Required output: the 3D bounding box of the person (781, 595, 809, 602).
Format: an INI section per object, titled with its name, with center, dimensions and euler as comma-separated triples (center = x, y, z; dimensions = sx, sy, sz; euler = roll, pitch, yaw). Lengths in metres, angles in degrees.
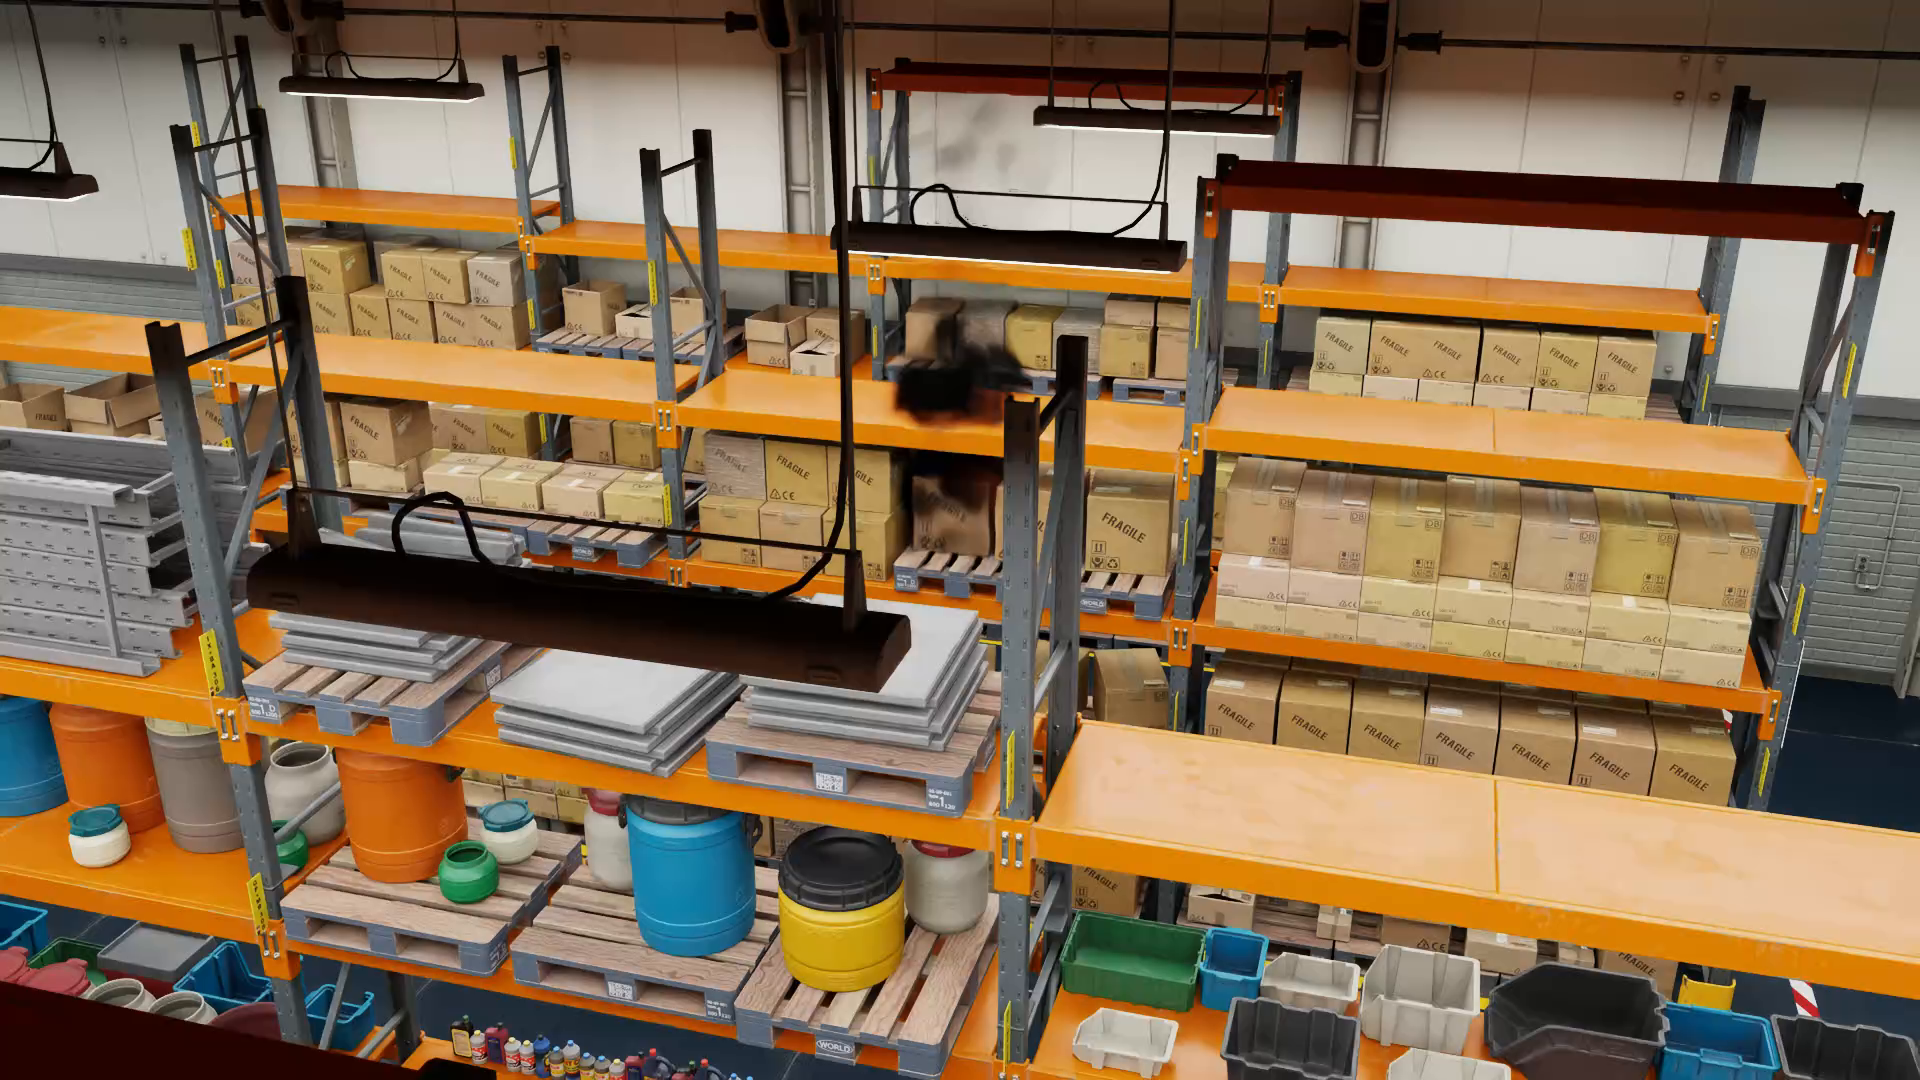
[person]
center = -1.628, 1.167, 15.668
dimensions = 0.644, 1.782, 0.662
euler = 6, 23, 14
